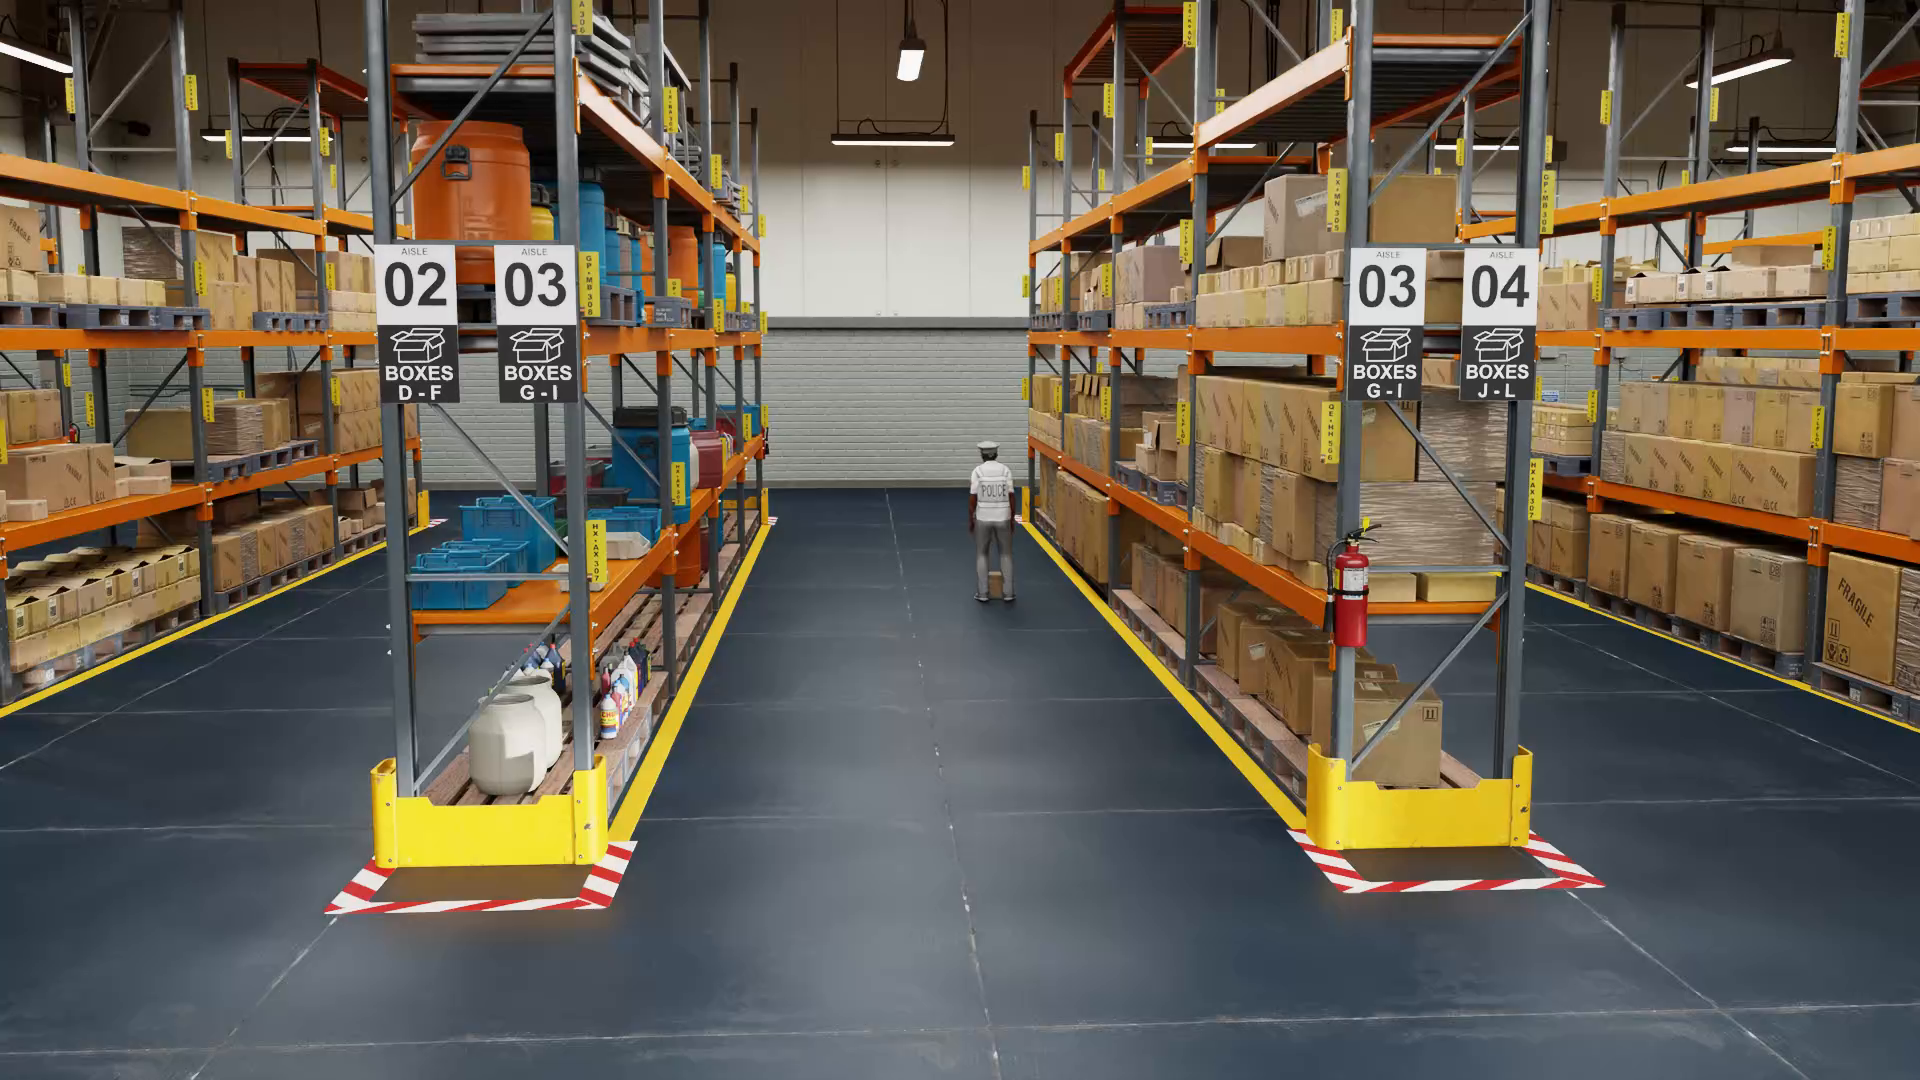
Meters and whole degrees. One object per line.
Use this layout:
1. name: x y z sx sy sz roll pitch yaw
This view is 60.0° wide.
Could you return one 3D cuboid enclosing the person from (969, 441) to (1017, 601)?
1. person: 0.346 -0.192 17.330 0.527 1.658 0.397 -1 7 -7
